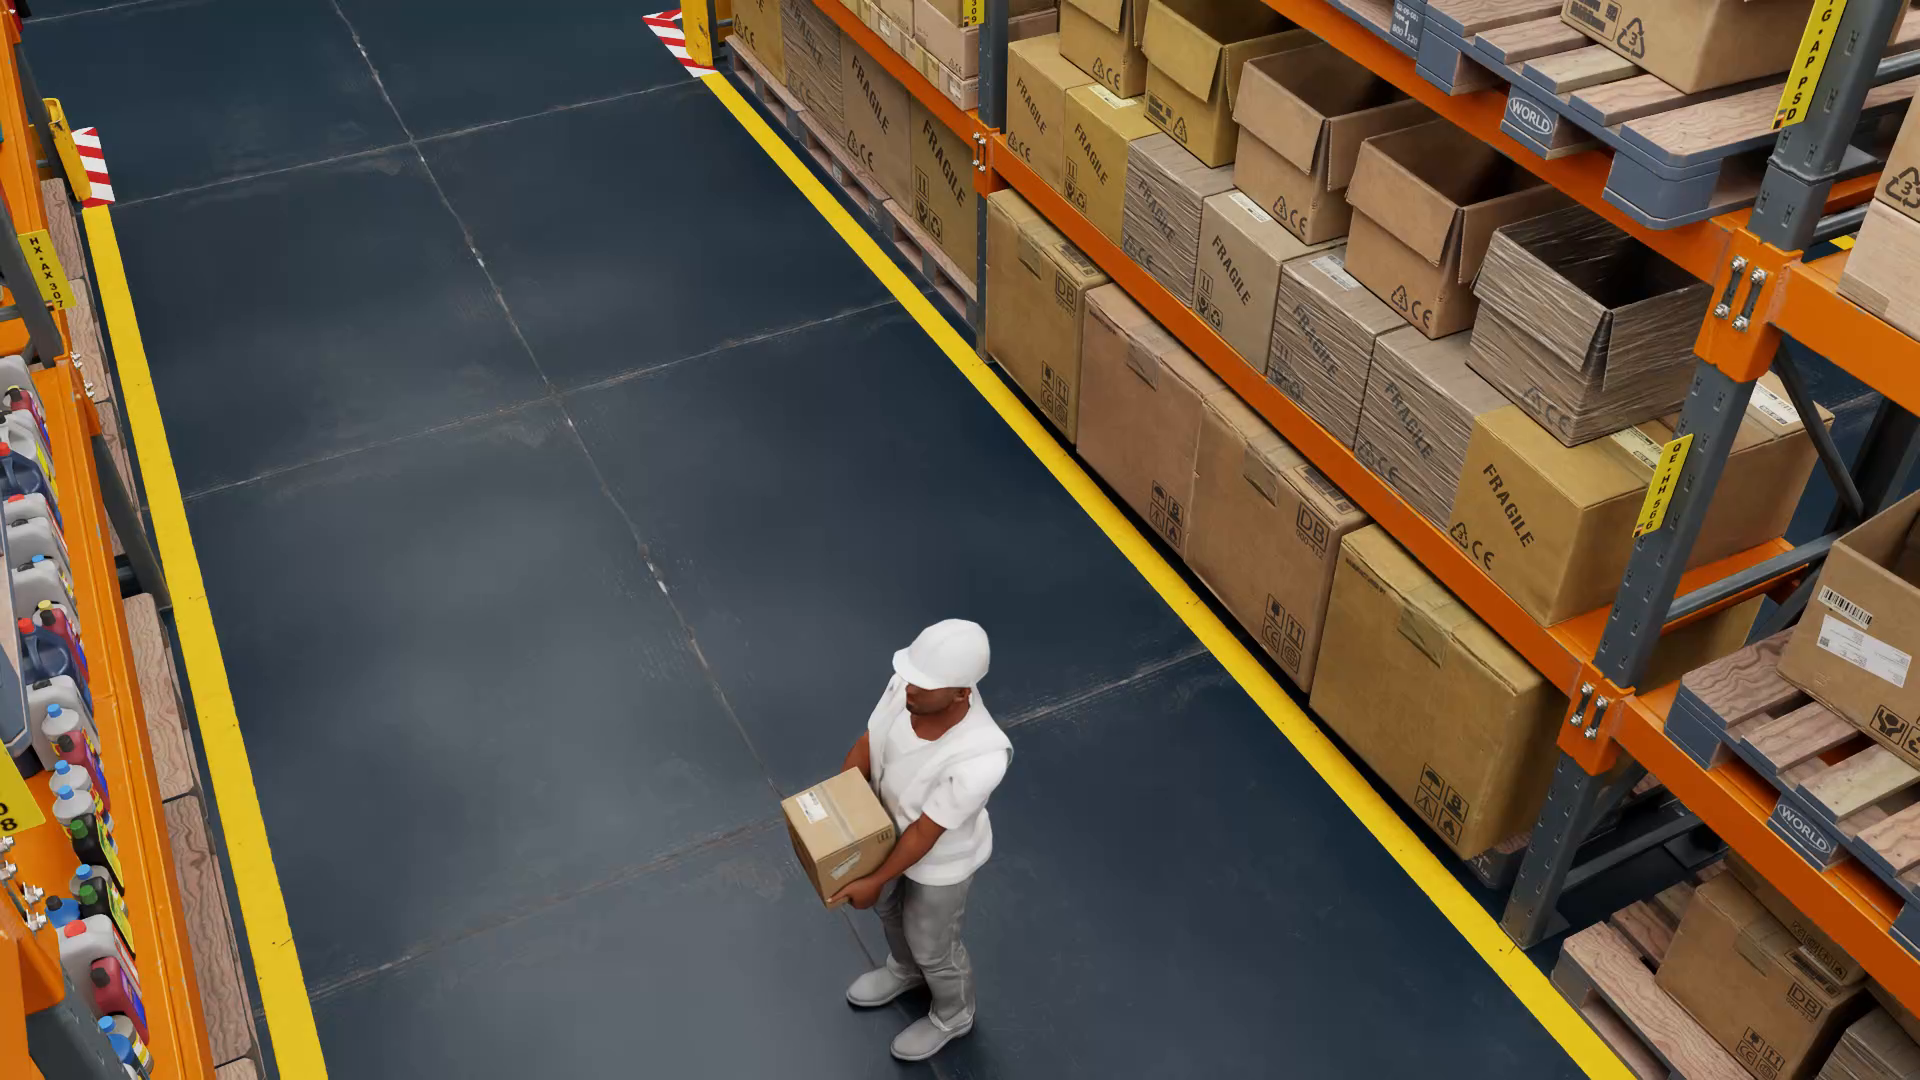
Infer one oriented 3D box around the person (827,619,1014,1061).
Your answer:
[{"bbox_3d":[-0.180,0.948,5.055,0.587,1.761,0.502,-19,44,-20],"label":"person"}]
